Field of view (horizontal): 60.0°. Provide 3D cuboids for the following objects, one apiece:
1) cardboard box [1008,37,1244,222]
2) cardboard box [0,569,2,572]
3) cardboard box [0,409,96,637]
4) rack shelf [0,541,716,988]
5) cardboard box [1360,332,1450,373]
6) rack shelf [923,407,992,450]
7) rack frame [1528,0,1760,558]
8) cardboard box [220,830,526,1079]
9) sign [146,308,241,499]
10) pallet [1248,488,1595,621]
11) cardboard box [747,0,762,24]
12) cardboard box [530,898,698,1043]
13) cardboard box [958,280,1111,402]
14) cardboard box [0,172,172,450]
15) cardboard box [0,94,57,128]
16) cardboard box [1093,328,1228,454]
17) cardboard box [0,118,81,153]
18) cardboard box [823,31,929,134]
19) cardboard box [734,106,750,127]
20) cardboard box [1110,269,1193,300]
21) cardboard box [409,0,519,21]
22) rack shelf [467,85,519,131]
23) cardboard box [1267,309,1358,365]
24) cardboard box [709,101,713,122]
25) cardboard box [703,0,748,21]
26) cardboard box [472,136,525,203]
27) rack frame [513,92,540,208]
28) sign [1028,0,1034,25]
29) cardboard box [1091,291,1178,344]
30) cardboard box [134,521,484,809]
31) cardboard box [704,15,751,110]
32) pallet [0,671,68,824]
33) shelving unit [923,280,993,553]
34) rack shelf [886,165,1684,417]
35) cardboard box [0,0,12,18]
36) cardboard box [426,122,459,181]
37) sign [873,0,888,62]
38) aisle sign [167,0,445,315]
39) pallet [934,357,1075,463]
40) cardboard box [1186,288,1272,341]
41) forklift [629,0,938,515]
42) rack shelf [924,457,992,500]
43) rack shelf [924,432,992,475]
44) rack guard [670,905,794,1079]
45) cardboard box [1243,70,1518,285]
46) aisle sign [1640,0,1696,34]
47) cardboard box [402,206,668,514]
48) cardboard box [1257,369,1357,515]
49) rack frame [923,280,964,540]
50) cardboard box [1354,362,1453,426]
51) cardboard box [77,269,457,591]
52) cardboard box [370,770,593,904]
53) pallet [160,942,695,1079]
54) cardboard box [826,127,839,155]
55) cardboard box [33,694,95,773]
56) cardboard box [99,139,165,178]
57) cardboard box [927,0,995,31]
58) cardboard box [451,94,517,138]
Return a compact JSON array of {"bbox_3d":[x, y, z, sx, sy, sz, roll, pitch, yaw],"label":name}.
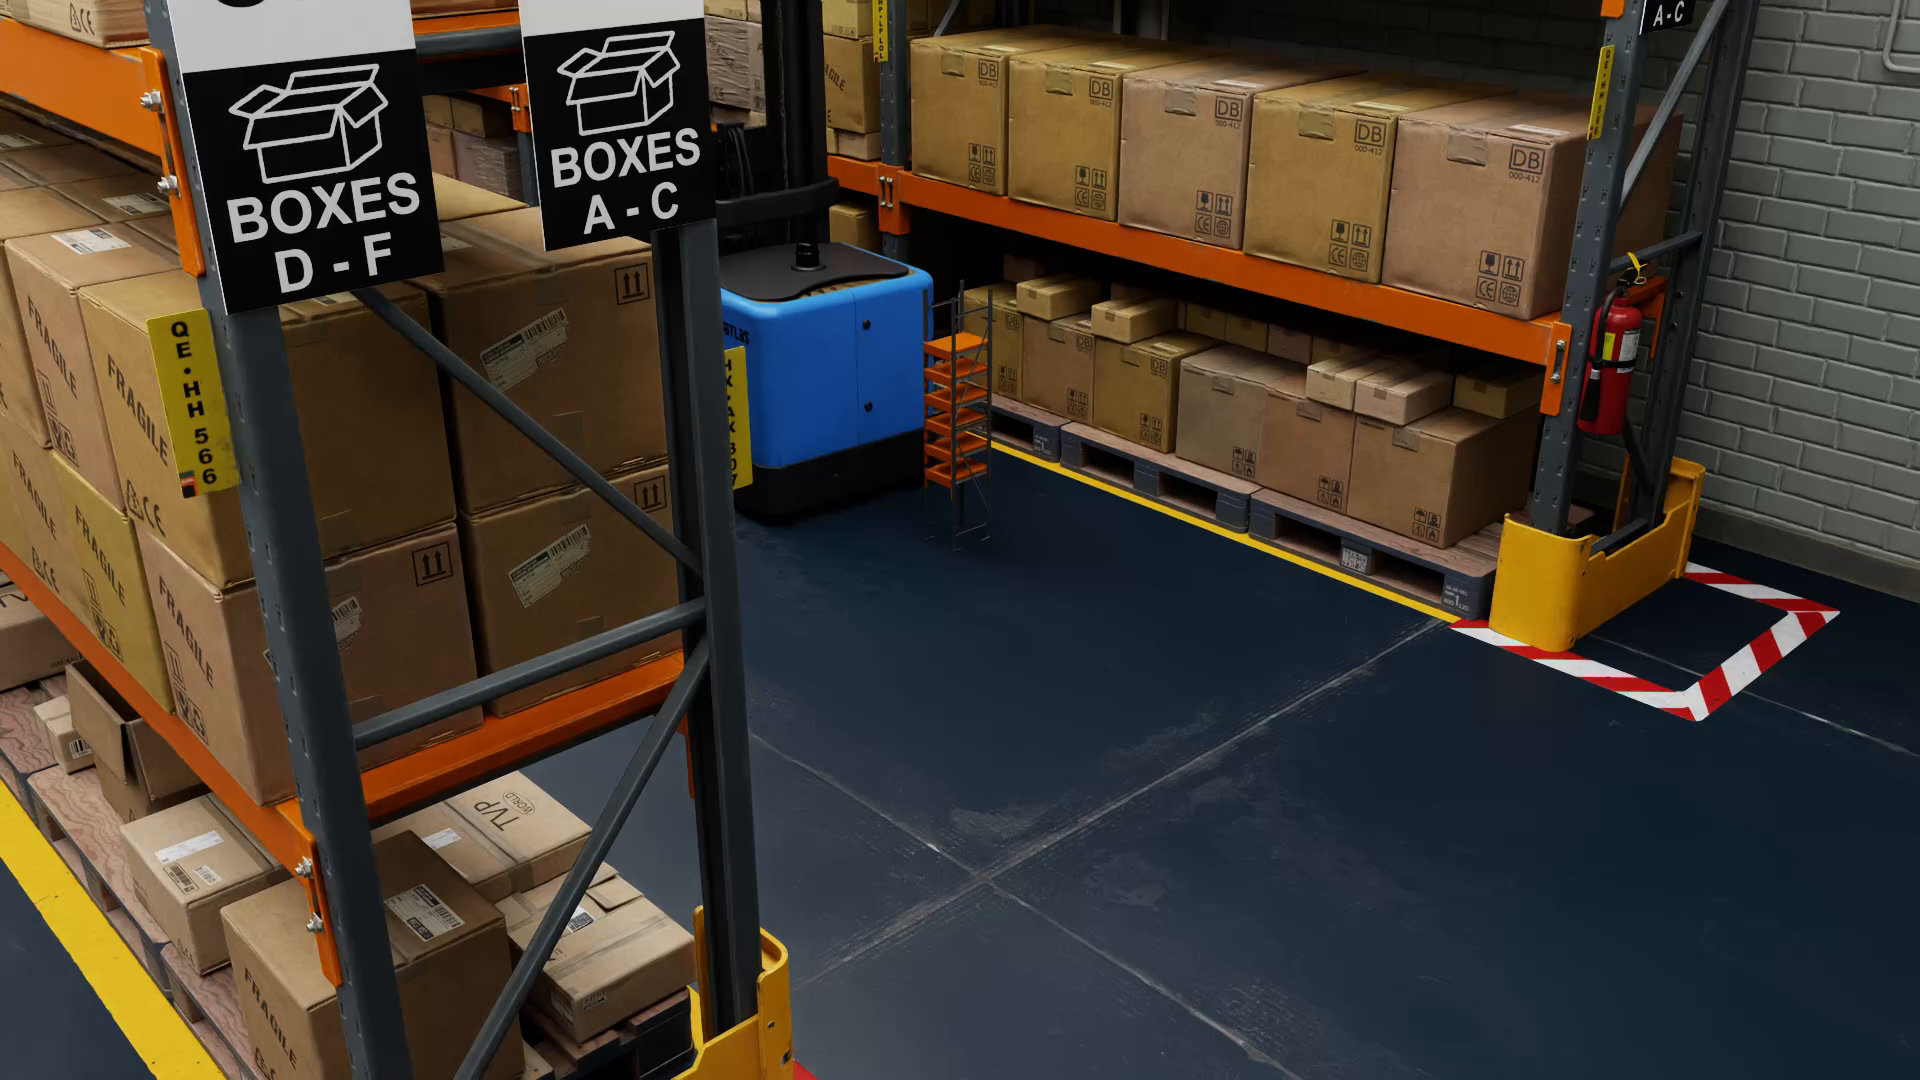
[{"bbox_3d":[0.830,-2.077,8.328,0.980,0.700,0.700,-22,33,-40],"label":"cardboard box"},{"bbox_3d":[-4.183,-0.057,6.743,0.500,0.500,0.500,-21,32,-39],"label":"cardboard box"},{"bbox_3d":[-2.102,-0.127,4.294,0.500,0.500,0.500,-21,32,-38],"label":"cardboard box"},{"bbox_3d":[-2.270,0.007,4.987,1.077,0.370,4.000,-21,32,-38],"label":"rack shelf"},{"bbox_3d":[2.044,-0.825,7.670,0.380,0.149,0.250,-21,32,-38],"label":"cardboard box"},{"bbox_3d":[-0.010,-0.510,7.529,0.258,0.103,0.180,-21,32,-38],"label":"rack shelf"},{"bbox_3d":[2.710,-1.121,6.593,1.000,3.000,0.127,-21,32,-38],"label":"rack frame"},{"bbox_3d":[-1.454,1.128,4.145,0.500,0.500,0.500,-21,32,-38],"label":"cardboard box"},{"bbox_3d":[-1.322,-0.234,2.872,0.100,0.325,0.005,-21,32,-38],"label":"sign"},{"bbox_3d":[2.107,-0.072,7.654,1.003,0.211,1.213,-21,32,-38],"label":"pallet"},{"bbox_3d":[-0.872,-3.090,9.504,0.500,0.250,0.500,-20,31,-37],"label":"cardboard box"},{"bbox_3d":[-0.938,1.158,4.502,0.380,0.149,0.250,-21,32,-38],"label":"cardboard box"},{"bbox_3d":[0.413,-1.131,9.120,0.700,0.500,0.500,-21,32,-38],"label":"cardboard box"},{"bbox_3d":[-2.112,-0.580,4.082,0.500,0.500,0.500,-20,31,-37],"label":"cardboard box"},{"bbox_3d":[-2.750,-1.192,5.425,0.500,0.500,0.500,-22,32,-39],"label":"cardboard box"},{"bbox_3d":[1.103,-0.821,8.442,0.700,0.500,0.500,-20,31,-37],"label":"cardboard box"},{"bbox_3d":[-2.816,-0.892,4.766,0.500,0.500,0.500,-22,33,-40],"label":"cardboard box"},{"bbox_3d":[-0.523,-2.591,9.312,0.500,0.500,0.500,-22,32,-39],"label":"cardboard box"},{"bbox_3d":[-1.137,-2.567,10.041,0.380,0.149,0.250,-21,32,-38],"label":"cardboard box"},{"bbox_3d":[1.001,-1.287,8.682,0.380,0.149,0.250,-23,33,-40],"label":"cardboard box"},{"bbox_3d":[-1.068,-1.239,3.418,0.500,0.250,0.500,-21,32,-38],"label":"cardboard box"},{"bbox_3d":[-4.124,-3.823,13.383,1.077,0.370,4.000,-21,32,-38],"label":"rack shelf"},{"bbox_3d":[1.698,-0.978,8.005,0.380,0.149,0.250,-21,32,-38],"label":"cardboard box"},{"bbox_3d":[-1.471,-2.731,10.400,0.380,0.149,0.250,-20,31,-37],"label":"cardboard box"},{"bbox_3d":[-1.221,-3.245,9.842,0.500,0.250,0.500,-20,32,-37],"label":"cardboard box"},{"bbox_3d":[-3.288,-2.811,12.779,0.700,0.500,0.500,-21,32,-38],"label":"cardboard box"},{"bbox_3d":[-2.757,-3.544,11.906,1.000,3.000,0.127,-21,32,-38],"label":"rack frame"},{"bbox_3d":[0.381,-2.920,9.399,0.100,0.325,0.005,-21,32,-38],"label":"sign"},{"bbox_3d":[0.871,-1.112,8.298,0.380,0.149,0.250,-22,33,-40],"label":"cardboard box"},{"bbox_3d":[-1.408,0.182,3.617,0.500,0.500,0.500,-20,31,-37],"label":"cardboard box"},{"bbox_3d":[-1.216,-2.897,9.984,0.500,0.500,0.500,-21,32,-38],"label":"cardboard box"},{"bbox_3d":[-3.168,0.551,6.288,1.003,0.211,1.213,-21,32,-38],"label":"pallet"},{"bbox_3d":[-0.010,-0.550,7.511,0.258,1.200,0.189,-21,32,-38],"label":"shelving unit"},{"bbox_3d":[1.343,-1.399,8.070,1.077,0.370,4.000,-21,32,-38],"label":"rack shelf"},{"bbox_3d":[-1.780,-1.246,3.434,0.500,0.250,0.500,-21,32,-38],"label":"cardboard box"},{"bbox_3d":[-3.915,-3.142,13.506,0.700,0.500,0.500,-21,32,-39],"label":"cardboard box"},{"bbox_3d":[-0.413,-2.666,8.681,0.100,0.325,0.005,-21,32,-38],"label":"sign"},{"bbox_3d":[-1.080,-0.790,2.734,0.394,0.787,0.004,-21,32,-38],"label":"aisle sign"},{"bbox_3d":[0.439,-0.811,9.274,1.003,0.211,1.213,-21,32,-38],"label":"pallet"},{"bbox_3d":[1.350,-1.133,8.343,0.380,0.149,0.250,-22,32,-39],"label":"cardboard box"},{"bbox_3d":[-1.423,-1.993,8.586,1.130,2.935,3.031,-18,30,-35],"label":"forklift"},{"bbox_3d":[-0.010,-0.291,7.629,0.258,0.103,0.180,-21,32,-38],"label":"rack shelf"},{"bbox_3d":[-0.010,-0.401,7.579,0.258,0.103,0.180,-21,32,-38],"label":"rack shelf"},{"bbox_3d":[-0.955,1.400,4.079,1.175,0.500,0.348,-21,32,-38],"label":"rack guard"},{"bbox_3d":[1.849,-1.626,7.339,0.980,0.700,0.700,-22,32,-39],"label":"cardboard box"},{"bbox_3d":[2.541,-2.197,5.819,0.394,0.787,0.004,-21,32,-38],"label":"aisle sign"},{"bbox_3d":[-1.014,-0.424,3.740,0.500,0.500,0.500,-20,31,-37],"label":"cardboard box"},{"bbox_3d":[1.817,-0.510,7.759,0.700,0.500,0.500,-21,32,-39],"label":"cardboard box"},{"bbox_3d":[-0.072,-0.578,7.571,0.240,1.200,0.006,-21,32,-38],"label":"rack frame"},{"bbox_3d":[1.938,-0.641,7.264,0.380,0.149,0.250,-22,32,-39],"label":"cardboard box"},{"bbox_3d":[-1.408,-0.272,3.406,0.500,0.500,0.500,-22,32,-39],"label":"cardboard box"},{"bbox_3d":[-1.409,0.940,4.859,0.500,0.250,0.500,-21,32,-38],"label":"cardboard box"},{"bbox_3d":[-1.500,1.290,4.668,1.003,0.211,1.213,-21,32,-38],"label":"pallet"},{"bbox_3d":[-0.651,-2.319,9.498,0.380,0.149,0.250,-21,32,-38],"label":"cardboard box"},{"bbox_3d":[-2.909,0.610,5.681,0.380,0.166,0.250,-21,32,-38],"label":"cardboard box"},{"bbox_3d":[-2.063,-0.887,4.755,0.500,0.500,0.500,-22,32,-39],"label":"cardboard box"},{"bbox_3d":[-0.148,-3.077,9.474,0.500,0.250,0.500,-20,31,-37],"label":"cardboard box"},{"bbox_3d":[-3.631,-3.342,13.041,0.500,0.250,0.500,-20,32,-38],"label":"cardboard box"}]
